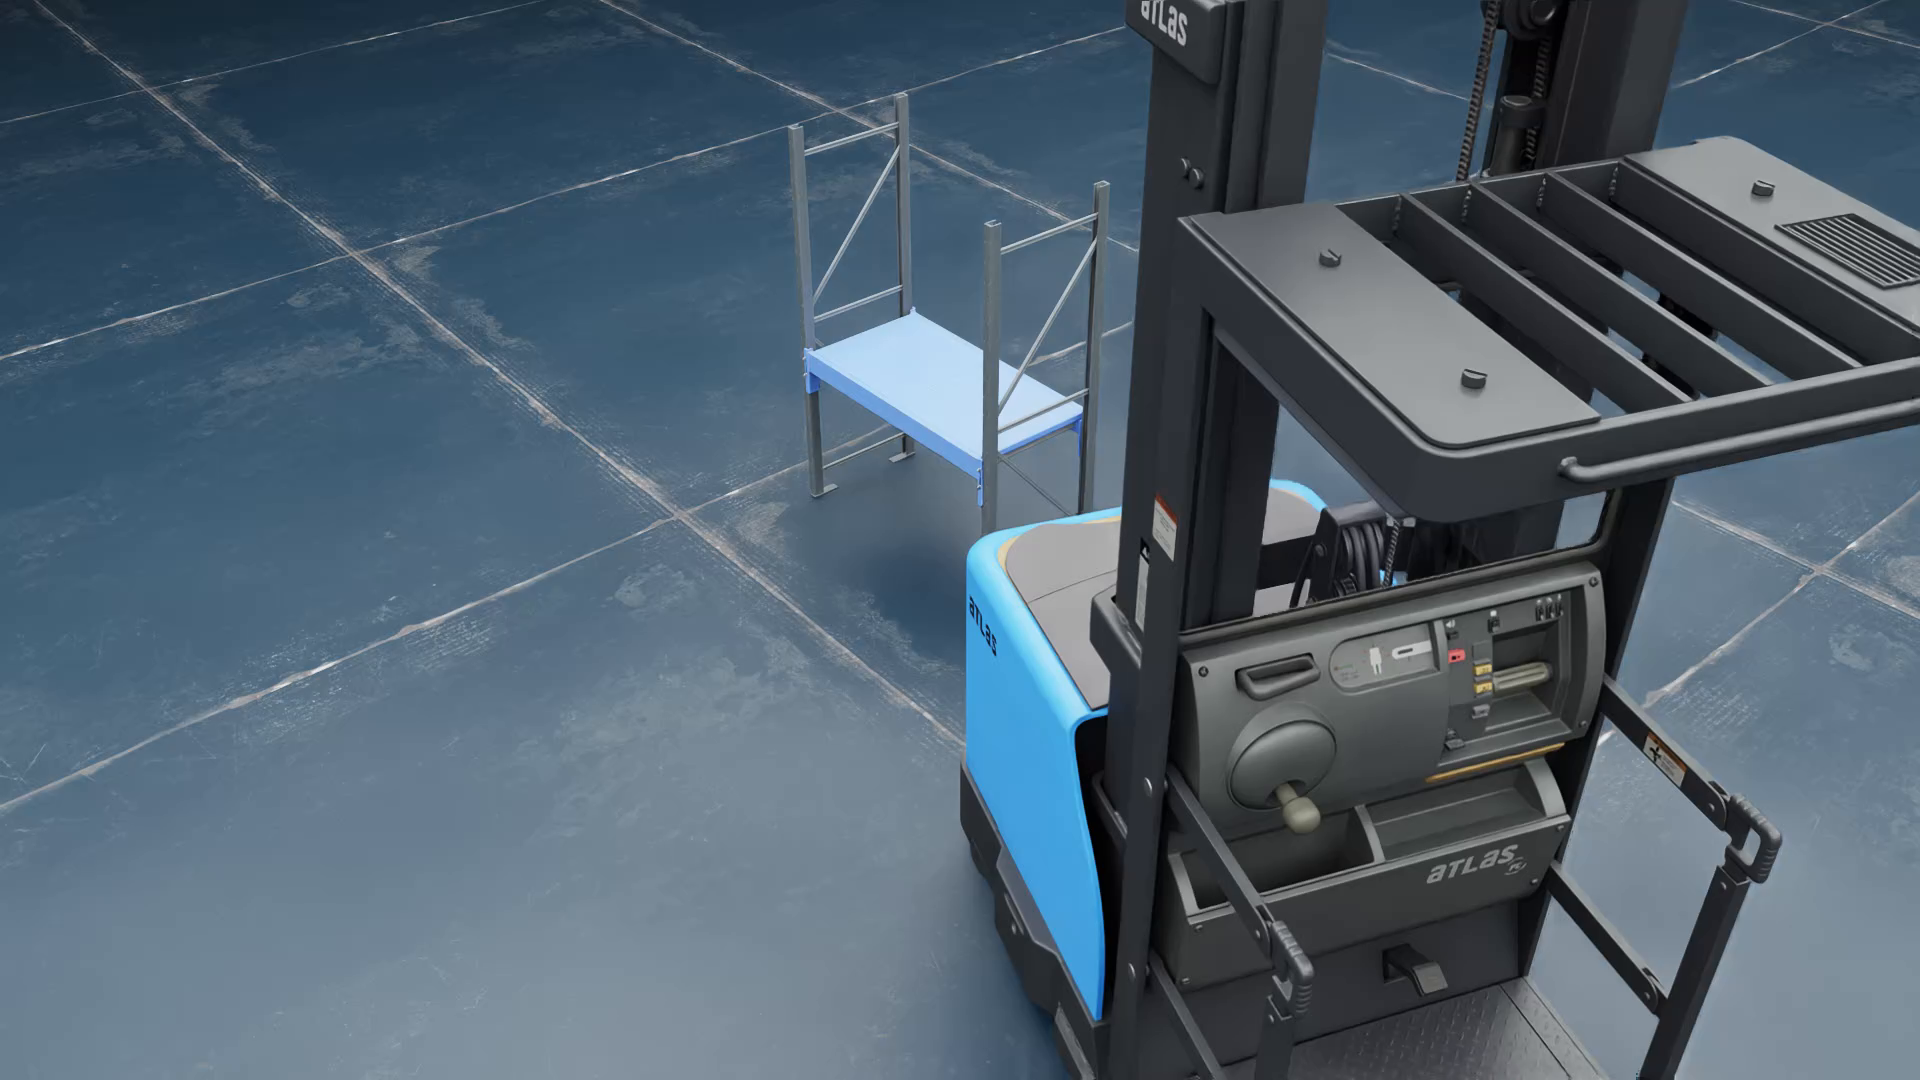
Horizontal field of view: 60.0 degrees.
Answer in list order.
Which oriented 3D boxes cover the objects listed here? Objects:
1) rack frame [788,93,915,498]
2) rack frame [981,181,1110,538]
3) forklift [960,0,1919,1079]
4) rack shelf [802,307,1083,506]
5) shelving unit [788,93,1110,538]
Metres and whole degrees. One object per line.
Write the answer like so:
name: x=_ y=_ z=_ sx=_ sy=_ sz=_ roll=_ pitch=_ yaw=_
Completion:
rack frame: x=-0.383 y=-0.874 z=6.187 sx=0.500 sy=1.500 sz=0.032 roll=-26 pitch=43 yaw=-32
rack frame: x=0.273 y=-0.425 z=5.553 sx=0.500 sy=1.500 sz=0.032 roll=-26 pitch=43 yaw=-32
forklift: x=0.960 y=0.384 z=3.172 sx=1.130 sy=2.935 sz=3.031 roll=-11 pitch=37 yaw=-15
rack shelf: x=-0.055 y=-0.503 z=5.974 sx=0.538 sy=0.185 sz=1.000 roll=-26 pitch=43 yaw=-32
shelving unit: x=-0.055 y=-0.650 z=5.870 sx=0.538 sy=1.500 sz=1.048 roll=-26 pitch=43 yaw=-32
